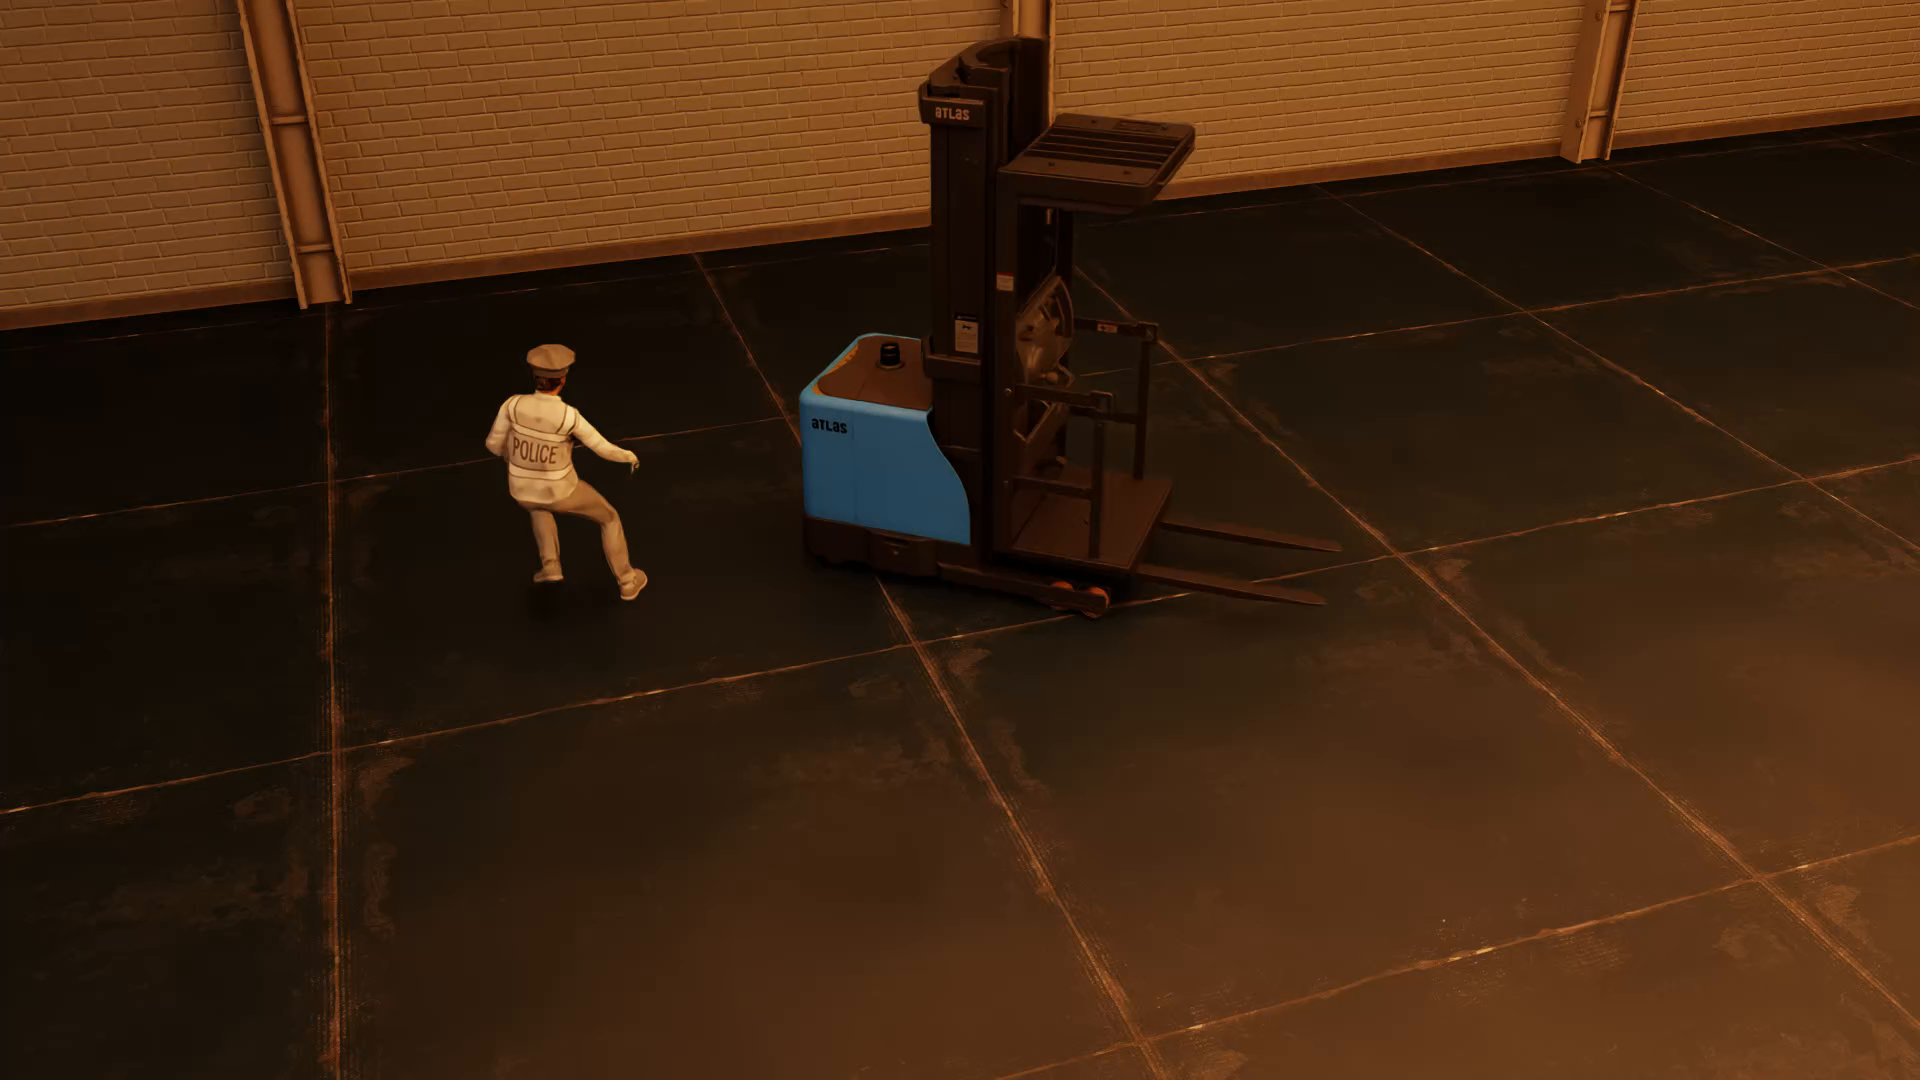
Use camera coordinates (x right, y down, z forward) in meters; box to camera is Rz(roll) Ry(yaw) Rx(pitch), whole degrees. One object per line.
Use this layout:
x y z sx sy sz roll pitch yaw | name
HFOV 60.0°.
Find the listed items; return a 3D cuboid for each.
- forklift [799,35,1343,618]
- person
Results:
0.652 -1.138 9.064 3.031 2.935 1.130 10 31 17 | forklift
-2.174 -0.367 9.118 0.724 1.532 0.572 3 30 5 | person
